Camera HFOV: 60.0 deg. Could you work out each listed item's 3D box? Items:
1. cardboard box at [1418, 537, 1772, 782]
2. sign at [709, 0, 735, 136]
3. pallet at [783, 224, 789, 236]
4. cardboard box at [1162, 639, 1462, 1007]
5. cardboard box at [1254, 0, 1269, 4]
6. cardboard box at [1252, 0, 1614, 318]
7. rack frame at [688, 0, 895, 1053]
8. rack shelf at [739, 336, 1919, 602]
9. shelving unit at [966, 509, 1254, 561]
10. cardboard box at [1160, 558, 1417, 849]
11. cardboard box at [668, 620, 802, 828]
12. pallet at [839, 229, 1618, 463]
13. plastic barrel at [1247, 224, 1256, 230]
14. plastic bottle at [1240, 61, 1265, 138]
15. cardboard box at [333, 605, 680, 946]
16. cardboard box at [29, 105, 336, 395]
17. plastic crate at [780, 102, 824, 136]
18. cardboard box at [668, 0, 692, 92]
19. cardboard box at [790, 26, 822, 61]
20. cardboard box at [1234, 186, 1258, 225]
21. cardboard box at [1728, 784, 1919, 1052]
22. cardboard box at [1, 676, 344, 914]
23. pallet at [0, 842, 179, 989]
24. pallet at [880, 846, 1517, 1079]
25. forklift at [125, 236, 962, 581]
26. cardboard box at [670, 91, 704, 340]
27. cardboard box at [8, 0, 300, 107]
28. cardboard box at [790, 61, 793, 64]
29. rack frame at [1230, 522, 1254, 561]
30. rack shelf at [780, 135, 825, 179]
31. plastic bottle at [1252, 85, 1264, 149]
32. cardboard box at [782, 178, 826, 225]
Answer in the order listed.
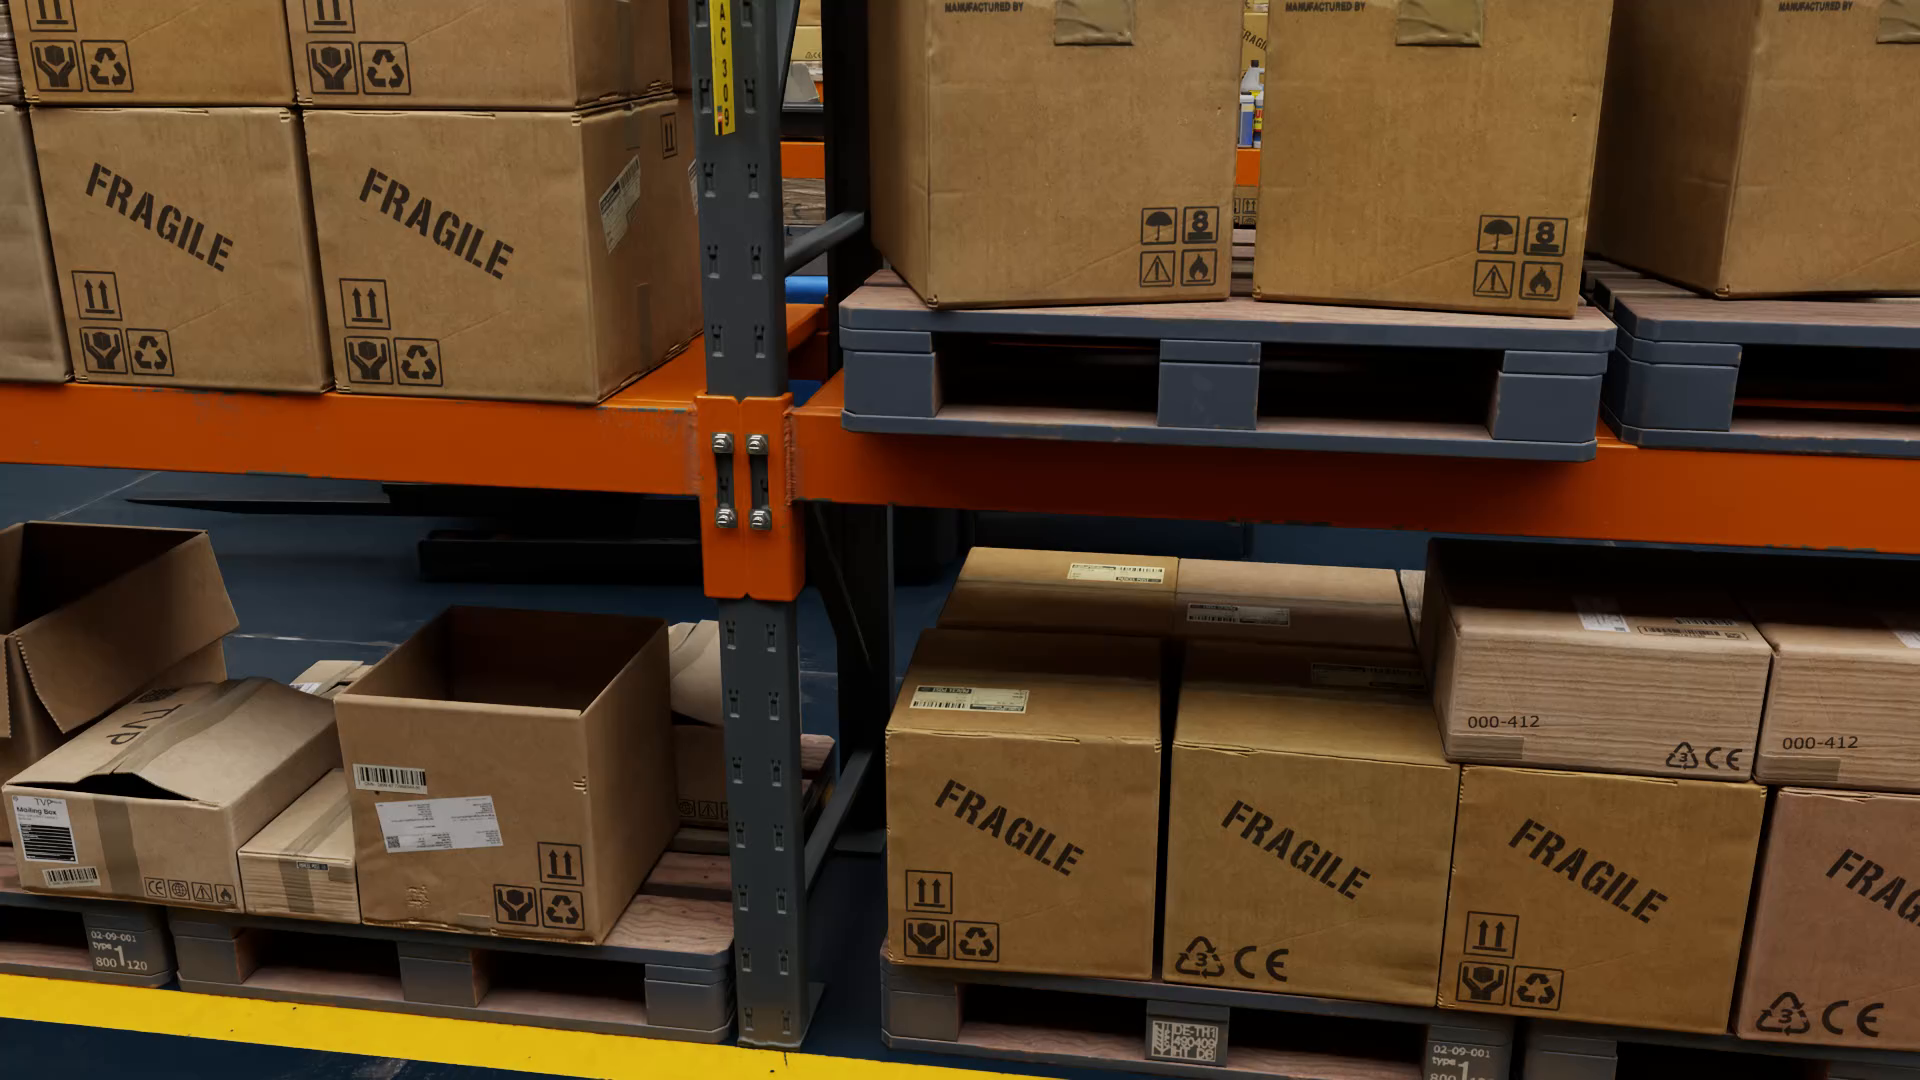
[{"bbox_3d":[1.127,0.202,3.037,0.500,0.250,0.500,3,19,9],"label":"cardboard box"},{"bbox_3d":[-0.378,-0.810,2.634,0.005,0.325,0.100,3,19,9],"label":"sign"},{"bbox_3d":[-1.872,-2.537,13.552,1.213,0.211,1.003,3,19,9],"label":"pallet"},{"bbox_3d":[0.668,0.531,3.236,0.500,0.500,0.500,3,19,9],"label":"cardboard box"},{"bbox_3d":[3.007,-5.395,16.496,0.250,0.149,0.380,3,19,9],"label":"cardboard box"},{"bbox_3d":[0.822,-0.708,2.873,0.500,0.500,0.700,6,19,17],"label":"cardboard box"},{"bbox_3d":[-0.299,-0.570,3.280,0.127,3.000,1.000,3,19,9],"label":"rack frame"},{"bbox_3d":[1.676,-0.128,3.093,4.000,0.370,1.077,3,19,9],"label":"rack shelf"},{"bbox_3d":[0.556,-0.544,6.157,1.048,1.125,0.538,1,19,2],"label":"shelving unit"},{"bbox_3d":[0.720,0.369,3.719,0.500,0.500,0.500,3,19,9],"label":"cardboard box"},{"bbox_3d":[-0.679,0.407,3.903,0.500,0.311,0.500,3,19,9],"label":"cardboard box"},{"bbox_3d":[0.472,-0.405,3.088,1.213,0.211,1.003,3,19,9],"label":"pallet"},{"bbox_3d":[1.724,-1.258,7.980,0.708,0.901,0.600,3,19,9],"label":"plastic barrel"},{"bbox_3d":[1.427,-2.110,7.959,0.185,0.351,0.144,3,19,9],"label":"plastic bottle"},{"bbox_3d":[-0.907,0.467,3.427,0.500,0.500,0.500,3,19,9],"label":"cardboard box"},{"bbox_3d":[-1.343,-0.588,3.176,0.500,0.500,0.500,3,19,10],"label":"cardboard box"},{"bbox_3d":[-0.658,-1.992,7.869,0.590,0.125,0.437,3,19,9],"label":"plastic crate"},{"bbox_3d":[-0.720,-1.204,3.440,0.500,0.500,0.500,3,19,10],"label":"cardboard box"},{"bbox_3d":[-1.233,-3.786,12.657,0.500,0.250,0.500,2,19,7],"label":"cardboard box"},{"bbox_3d":[1.911,-2.839,12.748,0.875,0.875,1.225,3,19,9],"label":"cardboard box"},{"bbox_3d":[1.660,0.584,3.078,0.500,0.500,0.500,2,19,7],"label":"cardboard box"},{"bbox_3d":[-1.647,0.519,3.570,0.500,0.311,0.500,3,19,9],"label":"cardboard box"},{"bbox_3d":[-2.185,0.657,4.008,1.213,0.211,1.003,3,19,9],"label":"pallet"},{"bbox_3d":[0.510,0.781,3.636,1.213,0.211,1.003,3,19,9],"label":"pallet"},{"bbox_3d":[-1.511,-1.411,5.900,3.031,2.935,1.130,1,19,2],"label":"forklift"},{"bbox_3d":[-0.759,-0.729,3.596,0.500,0.500,0.500,3,19,10],"label":"cardboard box"},{"bbox_3d":[-1.346,-1.061,3.014,0.500,0.500,0.500,3,19,8],"label":"cardboard box"},{"bbox_3d":[-1.361,-3.583,12.681,0.250,0.149,0.380,3,19,8],"label":"cardboard box"},{"bbox_3d":[1.063,-0.537,6.136,0.032,1.125,0.500,1,19,2],"label":"rack frame"},{"bbox_3d":[-1.484,-1.881,8.333,4.000,0.370,1.077,3,19,9],"label":"rack shelf"},{"bbox_3d":[1.358,-1.885,7.413,0.097,0.271,0.097,0,18,0],"label":"plastic bottle"},{"bbox_3d":[-1.130,-3.014,13.269,0.875,0.875,0.875,3,19,9],"label":"cardboard box"}]
